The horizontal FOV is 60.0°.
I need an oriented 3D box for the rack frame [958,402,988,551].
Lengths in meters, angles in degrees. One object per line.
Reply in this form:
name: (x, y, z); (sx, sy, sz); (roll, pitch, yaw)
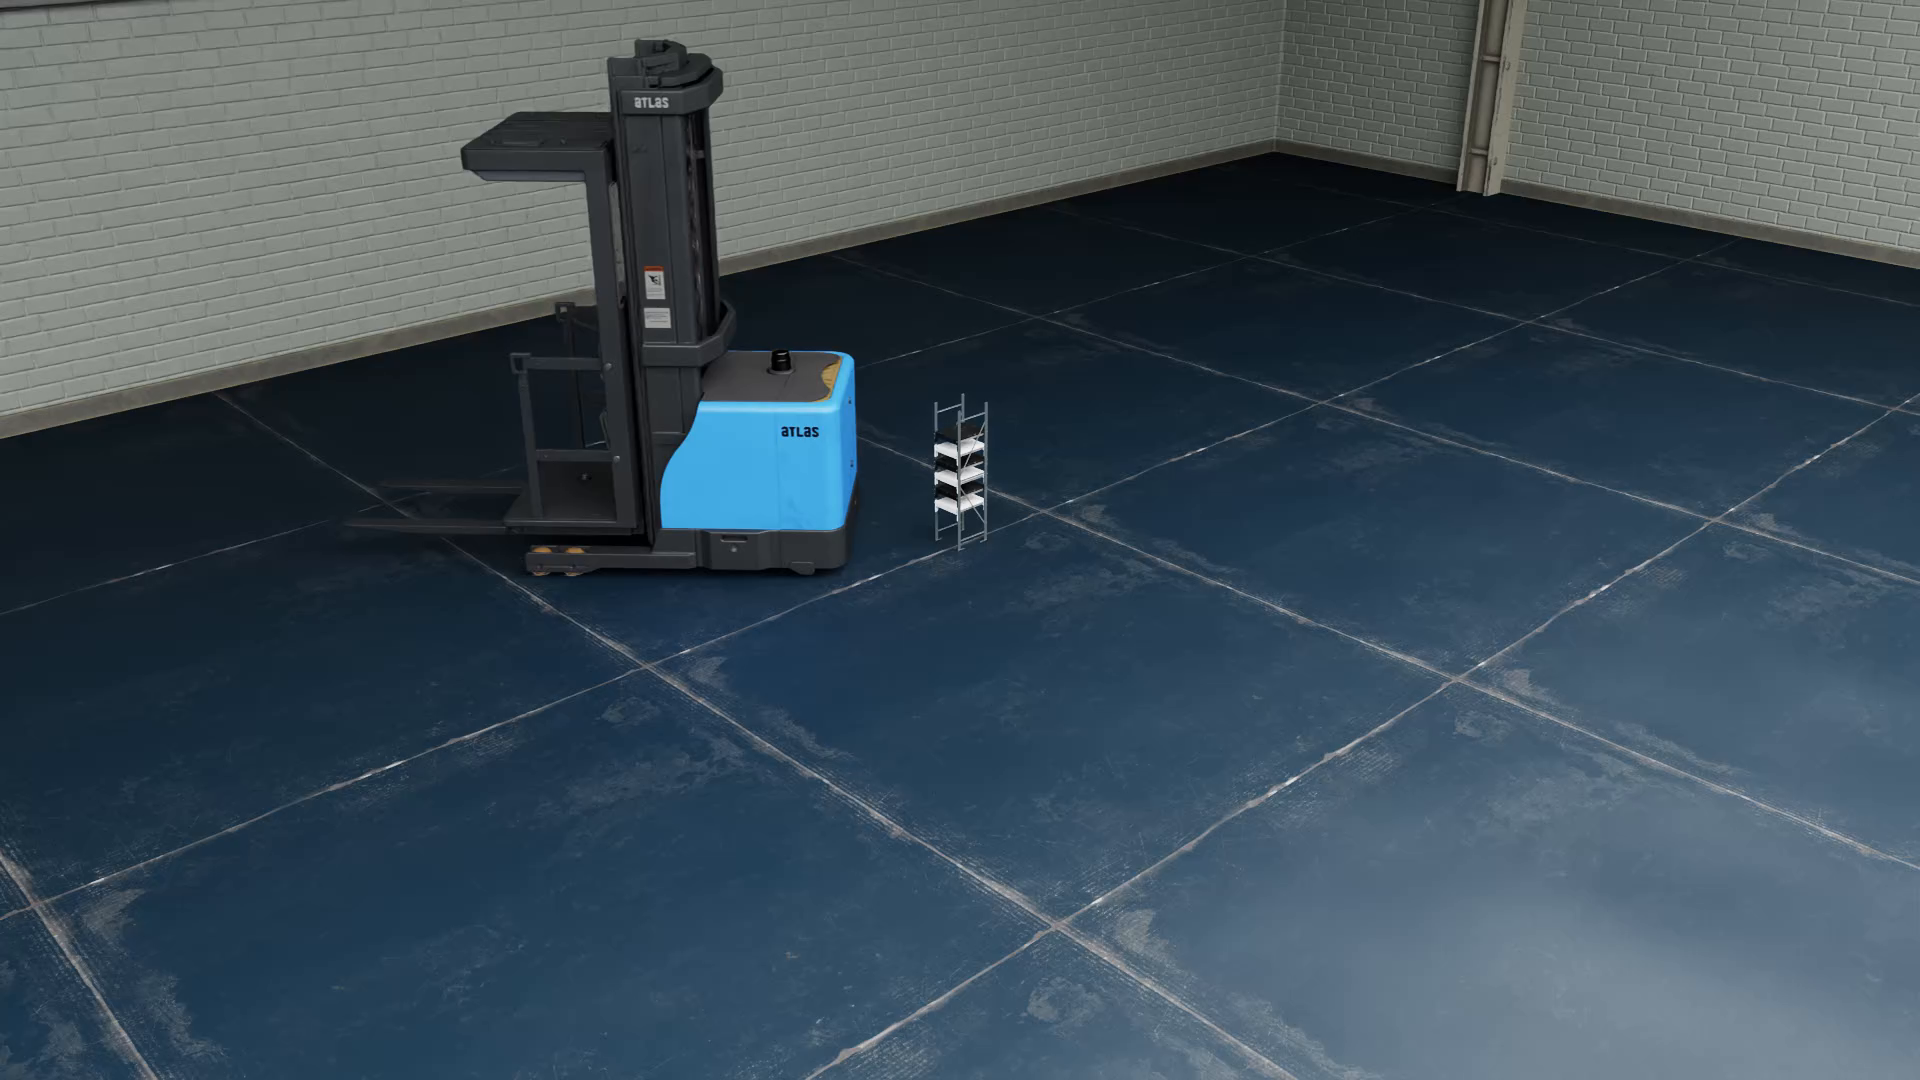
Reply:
rack frame: (0.075, -0.376, 9.990); (0.240, 0.900, 0.006); (-21, 32, -38)

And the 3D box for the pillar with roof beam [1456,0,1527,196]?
pillar with roof beam: (2.772, -6.852, 14.427); (9.100, 9.000, 0.400); (-21, 32, -38)

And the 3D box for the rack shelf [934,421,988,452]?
rack shelf: (0.006, -0.622, 9.960); (0.258, 0.077, 0.200); (-21, 32, -38)

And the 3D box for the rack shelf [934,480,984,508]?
rack shelf: (0.006, -0.295, 10.109); (0.258, 0.077, 0.200); (-21, 32, -38)

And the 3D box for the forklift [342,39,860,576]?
forklift: (-2.164, -1.338, 9.652); (3.031, 2.935, 1.130); (1, 25, 2)

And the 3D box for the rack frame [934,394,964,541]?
rack frame: (-0.064, -0.438, 10.125); (0.240, 0.900, 0.006); (-21, 32, -38)

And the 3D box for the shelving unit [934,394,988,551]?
shelving unit: (0.006, -0.407, 10.058); (0.258, 0.900, 0.210); (-21, 32, -38)

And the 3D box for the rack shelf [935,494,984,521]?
rack shelf: (0.006, -0.213, 10.146); (0.258, 0.077, 0.200); (-21, 32, -38)

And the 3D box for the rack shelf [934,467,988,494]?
rack shelf: (0.006, -0.377, 10.072); (0.258, 0.077, 0.200); (-21, 32, -38)

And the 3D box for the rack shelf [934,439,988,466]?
rack shelf: (0.006, -0.540, 9.997); (0.258, 0.077, 0.200); (-21, 32, -38)

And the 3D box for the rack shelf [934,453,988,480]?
rack shelf: (0.006, -0.459, 10.034); (0.258, 0.077, 0.200); (-21, 32, -38)
